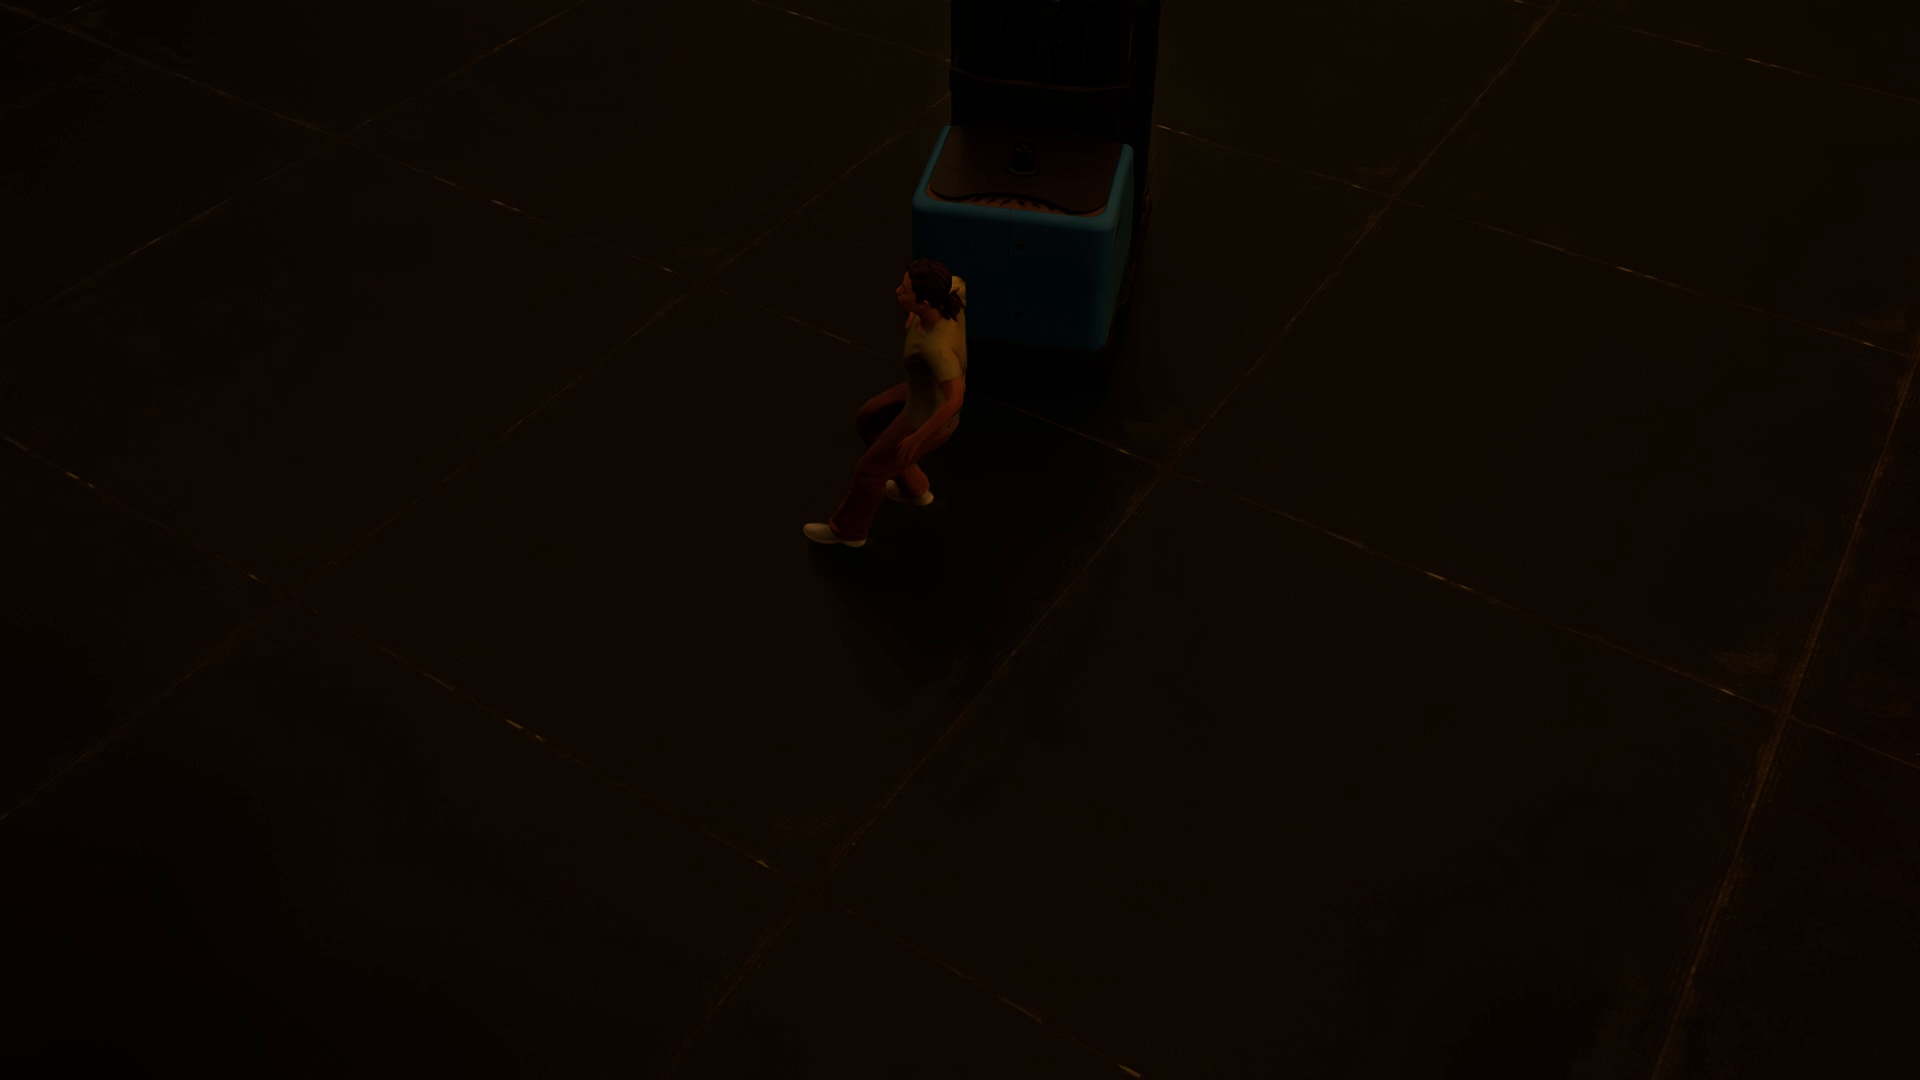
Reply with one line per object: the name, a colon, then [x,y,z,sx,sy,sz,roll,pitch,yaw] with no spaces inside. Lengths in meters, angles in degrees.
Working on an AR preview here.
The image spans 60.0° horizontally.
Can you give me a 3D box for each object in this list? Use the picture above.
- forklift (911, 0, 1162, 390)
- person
forklift: [0.544,-2.878,8.884,1.130,2.935,3.031,8,44,8]
person: [-0.338,-0.600,7.419,0.802,1.564,0.902,5,44,5]
